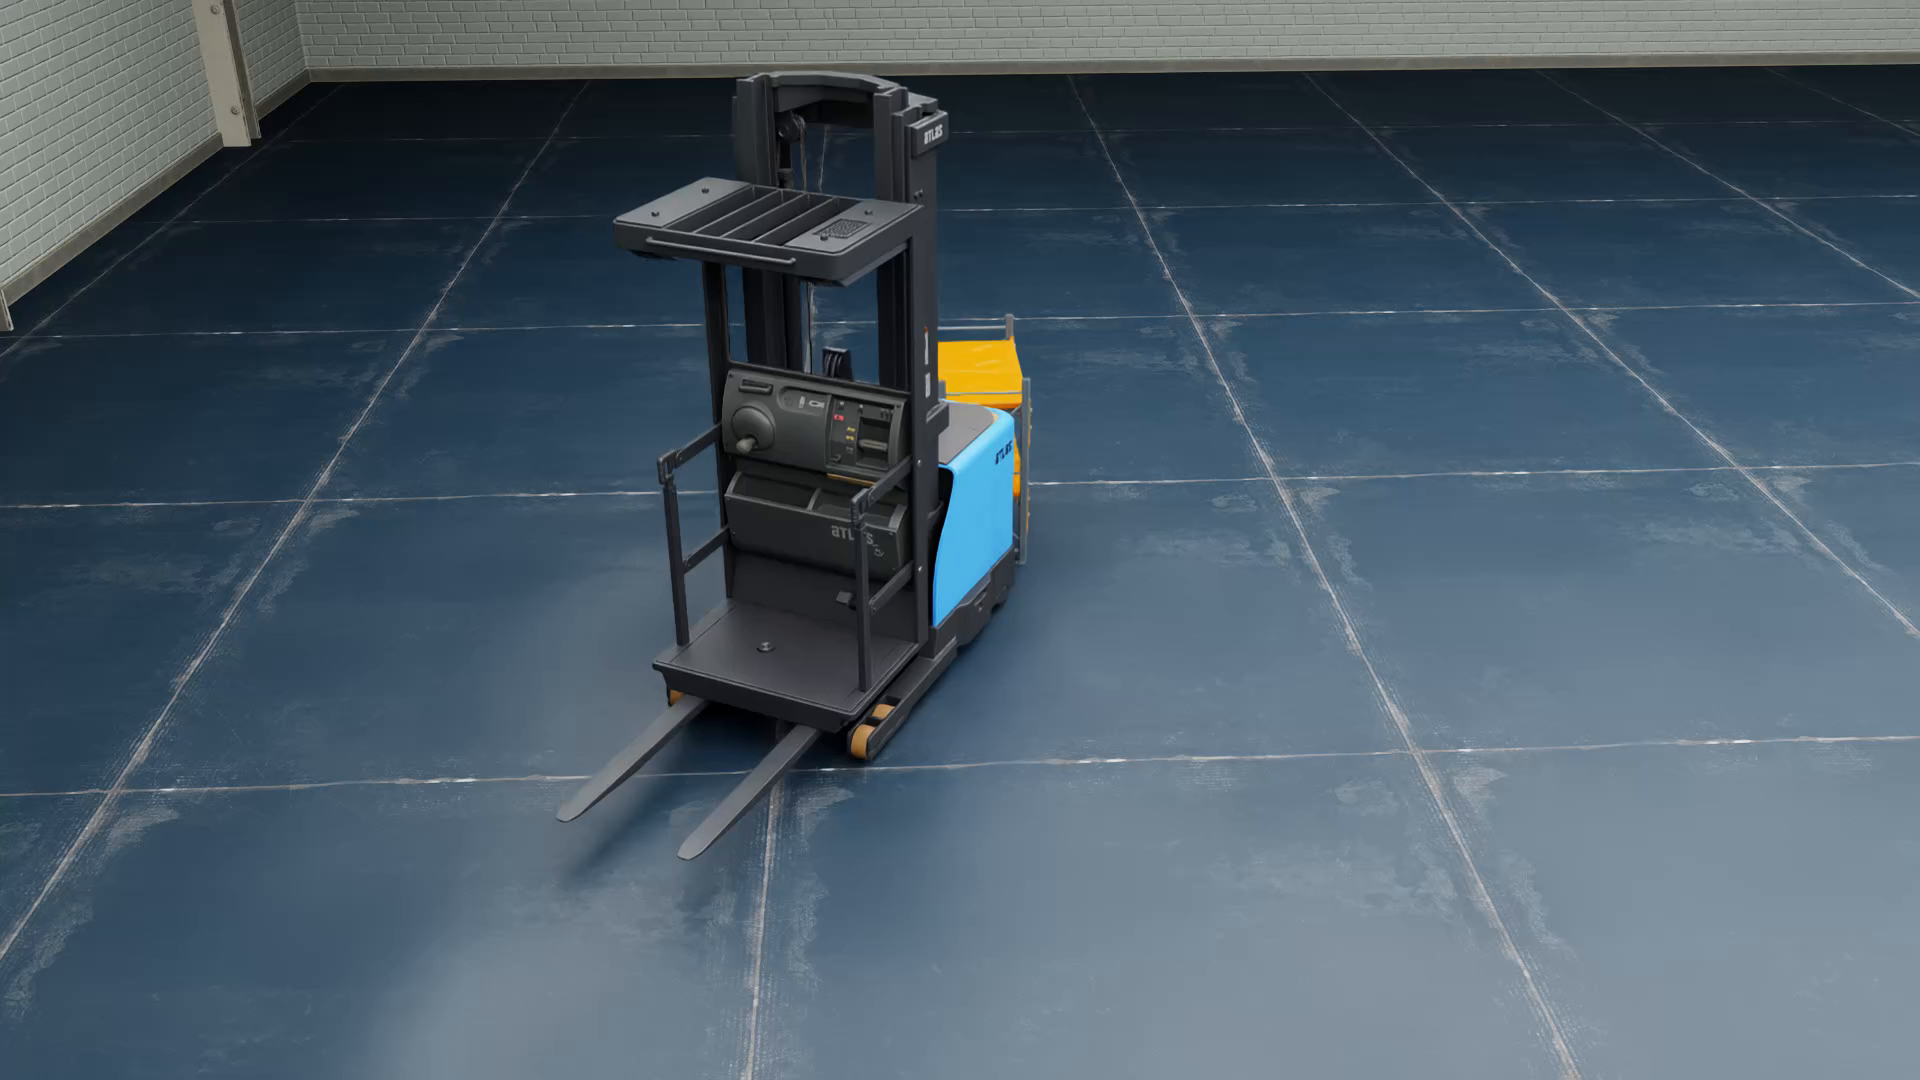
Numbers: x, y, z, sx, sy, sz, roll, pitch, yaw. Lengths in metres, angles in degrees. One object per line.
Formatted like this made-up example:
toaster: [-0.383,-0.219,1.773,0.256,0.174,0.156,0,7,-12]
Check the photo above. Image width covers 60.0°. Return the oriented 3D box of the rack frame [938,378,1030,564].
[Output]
rack frame: [0.129,-0.365,9.234,0.500,1.125,0.032,-2,28,-3]

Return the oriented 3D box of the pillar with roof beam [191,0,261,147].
pillar with roof beam: [-3.495,-8.413,16.149,9.100,9.000,0.400,-1,28,-3]

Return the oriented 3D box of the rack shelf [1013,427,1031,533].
rack shelf: [0.097,-0.383,9.796,0.538,0.278,1.000,-2,28,-3]

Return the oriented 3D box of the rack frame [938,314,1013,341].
rack frame: [0.066,-0.834,10.133,0.500,1.125,0.032,-2,28,-3]

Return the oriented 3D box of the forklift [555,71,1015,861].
forklift: [-0.775,-0.499,7.537,1.130,2.935,3.031,12,30,22]

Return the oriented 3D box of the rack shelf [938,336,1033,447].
rack shelf: [0.097,-0.859,9.548,0.538,0.278,1.000,-2,28,-3]

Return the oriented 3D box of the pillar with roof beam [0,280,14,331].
pillar with roof beam: [-3.181,-5.642,10.836,9.100,9.000,0.400,-1,28,-3]

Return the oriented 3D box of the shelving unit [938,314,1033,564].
shelving unit: [0.097,-0.600,9.683,0.538,1.125,1.048,-2,28,-3]
